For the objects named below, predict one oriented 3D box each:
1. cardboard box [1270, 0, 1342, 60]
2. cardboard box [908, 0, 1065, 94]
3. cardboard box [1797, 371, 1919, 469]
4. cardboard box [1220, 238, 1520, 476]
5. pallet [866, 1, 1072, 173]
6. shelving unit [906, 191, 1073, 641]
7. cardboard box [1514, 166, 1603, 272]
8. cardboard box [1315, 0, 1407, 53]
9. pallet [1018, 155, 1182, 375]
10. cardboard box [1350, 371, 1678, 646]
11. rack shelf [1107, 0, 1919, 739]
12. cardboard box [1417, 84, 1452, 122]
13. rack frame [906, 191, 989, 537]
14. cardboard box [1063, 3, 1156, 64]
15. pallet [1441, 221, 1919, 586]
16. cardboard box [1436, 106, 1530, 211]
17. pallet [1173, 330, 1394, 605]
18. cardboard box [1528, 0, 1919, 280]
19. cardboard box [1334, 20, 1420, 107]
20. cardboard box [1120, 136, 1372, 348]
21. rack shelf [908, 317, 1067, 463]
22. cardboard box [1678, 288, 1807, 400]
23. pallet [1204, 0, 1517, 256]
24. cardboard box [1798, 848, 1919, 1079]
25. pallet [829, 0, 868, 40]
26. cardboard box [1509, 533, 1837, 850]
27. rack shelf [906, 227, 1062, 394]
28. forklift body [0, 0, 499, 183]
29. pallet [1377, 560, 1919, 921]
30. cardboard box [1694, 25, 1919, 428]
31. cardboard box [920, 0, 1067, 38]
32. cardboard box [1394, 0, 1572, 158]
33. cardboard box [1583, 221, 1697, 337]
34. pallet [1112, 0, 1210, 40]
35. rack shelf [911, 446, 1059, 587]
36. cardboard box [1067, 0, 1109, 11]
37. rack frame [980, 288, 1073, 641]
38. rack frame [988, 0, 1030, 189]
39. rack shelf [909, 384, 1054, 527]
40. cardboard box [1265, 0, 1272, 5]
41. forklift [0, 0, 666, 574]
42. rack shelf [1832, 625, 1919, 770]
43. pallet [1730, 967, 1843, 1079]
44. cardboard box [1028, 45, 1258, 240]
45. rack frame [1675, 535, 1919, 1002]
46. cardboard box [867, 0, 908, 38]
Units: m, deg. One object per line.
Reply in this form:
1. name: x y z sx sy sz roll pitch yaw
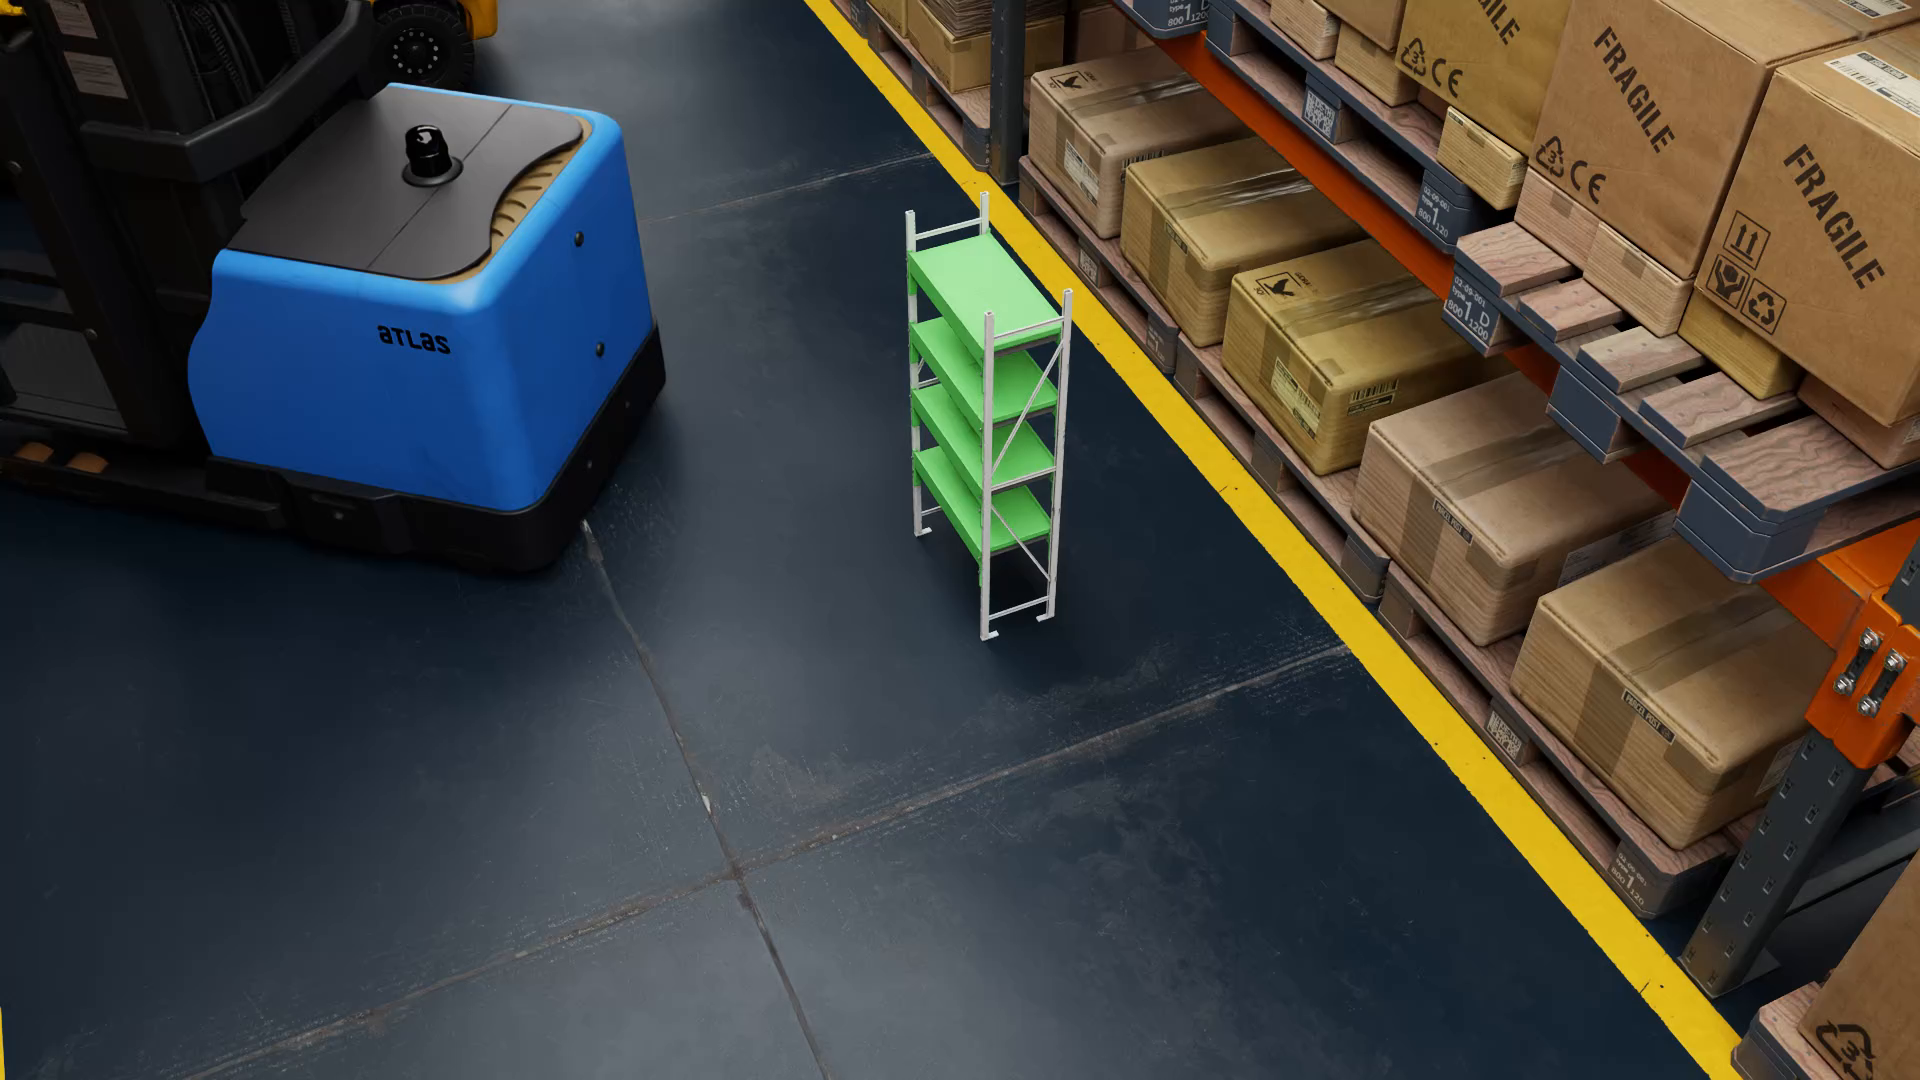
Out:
1. cardboard box: 1.064 -1.442 4.456 0.380 0.149 0.250 -16 47 -16
2. cardboard box: 0.103 -2.134 6.936 0.500 0.250 0.500 -16 47 -16
3. cardboard box: 1.926 -0.317 3.315 0.380 0.149 0.250 -16 47 -16
4. cardboard box: 1.417 -0.647 5.342 0.950 0.372 0.625 -17 47 -16
5. pallet: 0.281 -2.091 7.219 1.003 0.211 1.213 -18 47 -17
6. shelving unit: 0.070 -0.322 4.722 0.258 1.200 0.503 -18 47 -17
7. cardboard box: 1.502 -0.776 3.781 0.380 0.149 0.250 -20 48 -19
8. cardboard box: 1.165 -1.612 4.166 0.500 0.500 0.500 -20 48 -19
9. pallet: 0.924 -1.178 6.294 1.003 0.211 1.213 -18 47 -17
10. cardboard box: 1.731 -0.162 4.851 0.950 0.372 0.625 -19 48 -18
11. rack shelf: 1.436 -1.136 4.778 1.077 0.370 4.000 -18 47 -17
12. cardboard box: 1.383 -1.145 4.155 0.380 0.149 0.250 -18 47 -17
13. rack frame: -0.033 -0.477 4.879 0.240 1.200 0.015 -18 47 -17
14. cardboard box: 0.592 -2.293 7.097 0.500 0.250 0.500 -20 48 -19
15. pallet: 1.881 -0.472 3.729 1.213 0.211 1.003 -18 47 -17
16. cardboard box: 1.374 -0.948 3.955 0.380 0.149 0.250 -17 47 -17
17. pallet: 1.441 -0.399 5.505 1.003 0.211 1.213 -18 47 -17
18. cardboard box: 1.606 -0.942 3.487 0.500 0.500 0.500 -19 48 -18
19. cardboard box: 1.202 -1.281 4.292 0.380 0.149 0.250 -19 48 -19
20. cardboard box: 1.123 -1.090 5.791 0.950 0.372 0.625 -15 47 -15
21. rack shelf: 0.070 -0.447 4.598 0.258 0.148 0.480 -18 47 -17
22. cardboard box: 1.747 -0.466 3.467 0.380 0.149 0.250 -17 47 -17
23. pallet: 1.408 -1.298 4.567 1.003 0.211 1.213 -18 47 -17
24. cardboard box: 2.492 0.954 3.361 0.875 0.875 0.875 -18 48 -18
25. pallet: -0.236 -2.870 8.008 1.003 0.211 1.213 -18 47 -17
26. cardboard box: 2.049 0.306 4.377 0.950 0.372 0.625 -21 48 -20
27. rack shelf: 0.070 -0.618 4.429 0.258 0.148 0.480 -18 47 -17
28. forklift body: -3.136 -2.775 6.531 2.313 2.155 1.214 -18 47 -17
29. pallet: 1.950 0.377 4.718 1.003 0.211 1.213 -18 47 -17
30. cardboard box: 1.834 -0.616 3.157 0.500 0.500 0.500 -19 48 -19
31. cardboard box: 0.103 -2.402 6.673 0.500 0.500 0.500 -19 48 -18
32. cardboard box: 1.393 -1.263 3.813 0.500 0.500 0.500 -21 48 -20
33. cardboard box: 1.601 -0.614 3.616 0.380 0.149 0.250 -18 48 -18
34. pallet: 0.785 -2.068 5.347 1.003 0.211 1.213 -18 47 -17
35. rack shelf: 0.070 -0.105 4.935 0.258 0.148 0.480 -18 47 -17
36. cardboard box: 0.592 -2.560 6.833 0.500 0.500 0.500 -16 47 -16
37. rack frame: 0.172 -0.166 4.564 0.240 1.200 0.015 -18 47 -17
38. rack frame: 0.595 -2.666 5.817 1.000 3.000 0.127 -18 47 -17
39. rack shelf: 0.070 -0.276 4.767 0.258 0.148 0.480 -18 47 -17
40. cardboard box: 0.999 -1.627 4.643 0.380 0.149 0.250 -18 47 -17
41. forklift: -2.583 -1.509 4.693 3.031 2.935 1.130 11 46 11
42. rack shelf: 3.118 1.413 2.194 1.077 0.370 4.000 -18 47 -17
43. pallet: 2.540 1.400 3.681 1.003 0.211 1.213 -18 47 -17
44. cardboard box: 0.818 -1.547 6.254 0.950 0.372 0.625 -17 47 -17
45. rack frame: 2.277 -0.117 3.233 1.000 3.000 0.127 -18 47 -17
46. cardboard box: -0.130 -2.471 7.277 0.500 0.250 0.500 -19 48 -18
